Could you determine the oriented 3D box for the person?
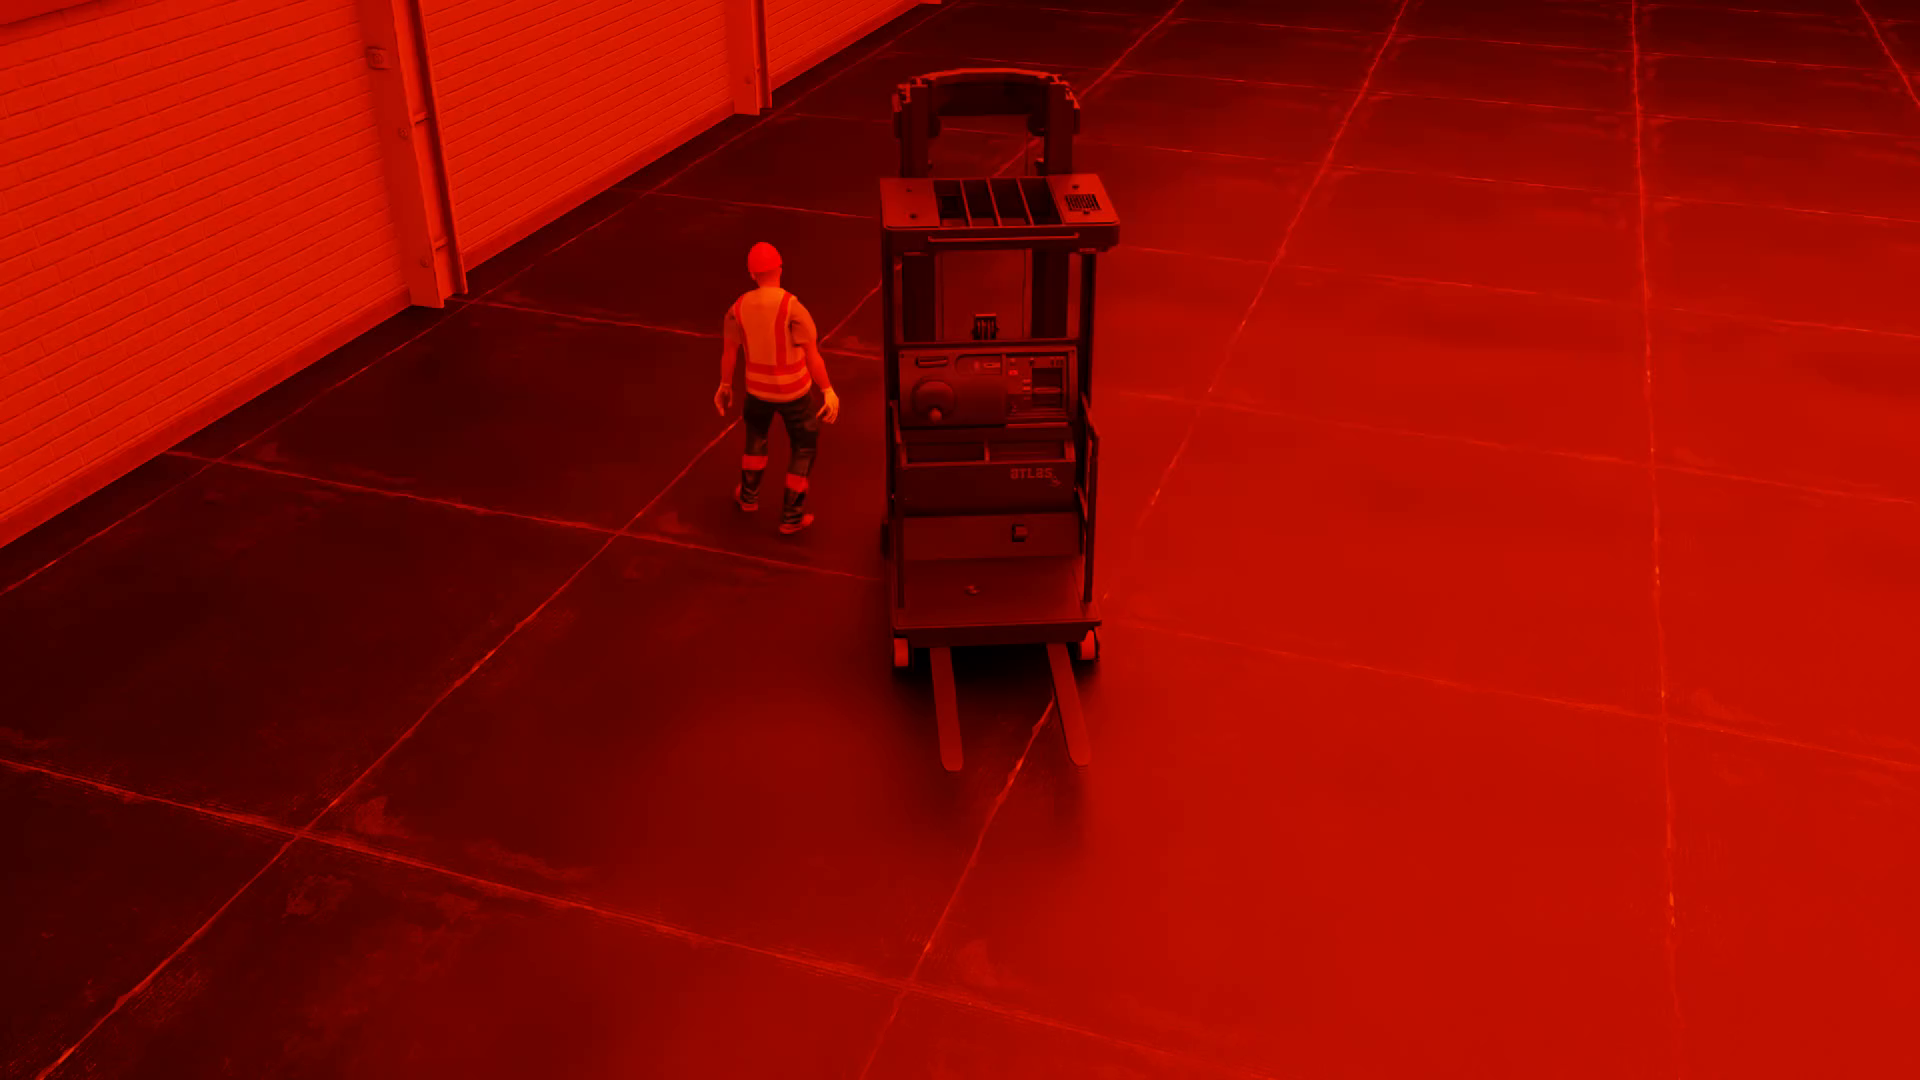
[{"bbox_3d":[-1.079,-0.894,9.959,0.866,1.752,0.472,14,33,24],"label":"person"}]

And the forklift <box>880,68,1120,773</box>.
[{"bbox_3d":[0.164,-0.759,8.469,1.130,2.935,3.031,-2,30,-3],"label":"forklift"}]
